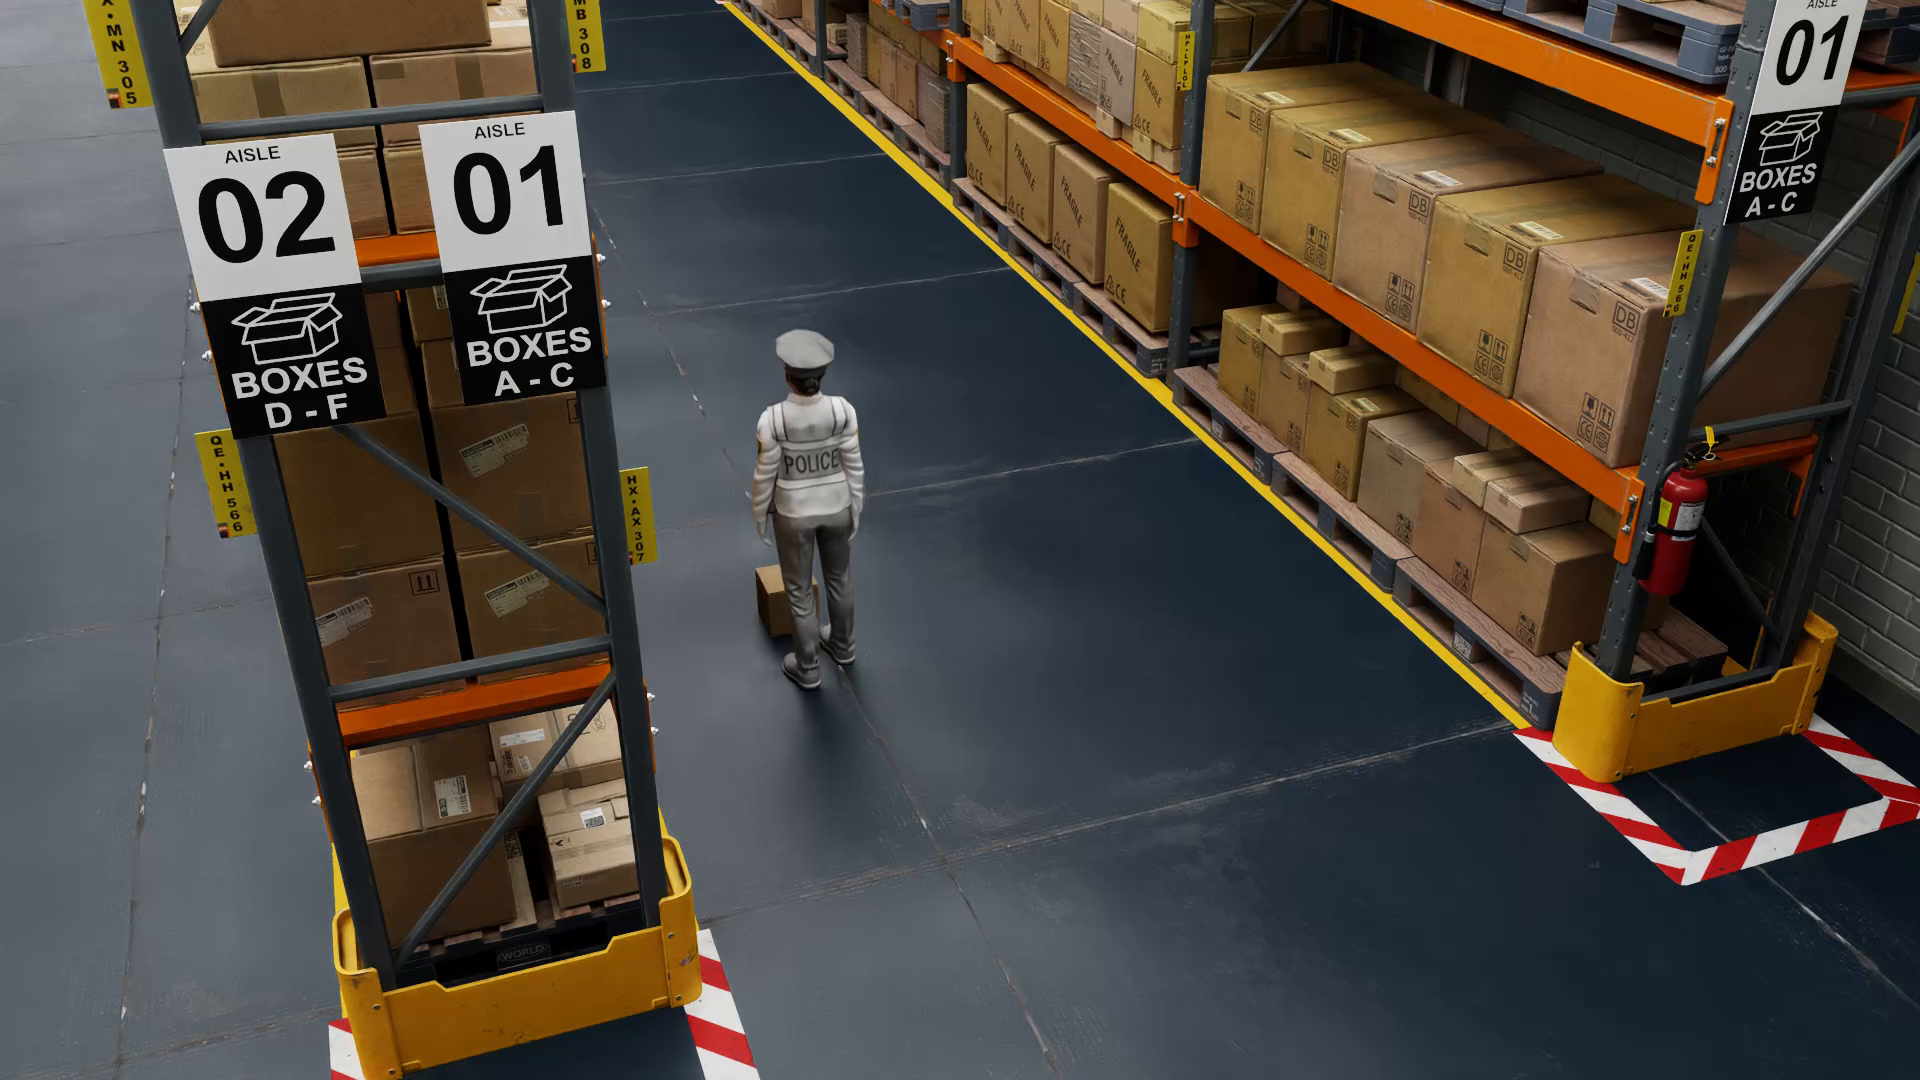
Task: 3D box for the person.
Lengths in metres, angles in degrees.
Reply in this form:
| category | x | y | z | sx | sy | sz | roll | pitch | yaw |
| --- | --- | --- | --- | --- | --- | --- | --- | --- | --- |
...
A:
| category | x | y | z | sx | sy | sz | roll | pitch | yaw |
| --- | --- | --- | --- | --- | --- | --- | --- | --- | --- |
| person | -0.691 | -0.142 | 7.357 | 0.482 | 1.679 | 0.429 | -11 | 32 | -18 |
